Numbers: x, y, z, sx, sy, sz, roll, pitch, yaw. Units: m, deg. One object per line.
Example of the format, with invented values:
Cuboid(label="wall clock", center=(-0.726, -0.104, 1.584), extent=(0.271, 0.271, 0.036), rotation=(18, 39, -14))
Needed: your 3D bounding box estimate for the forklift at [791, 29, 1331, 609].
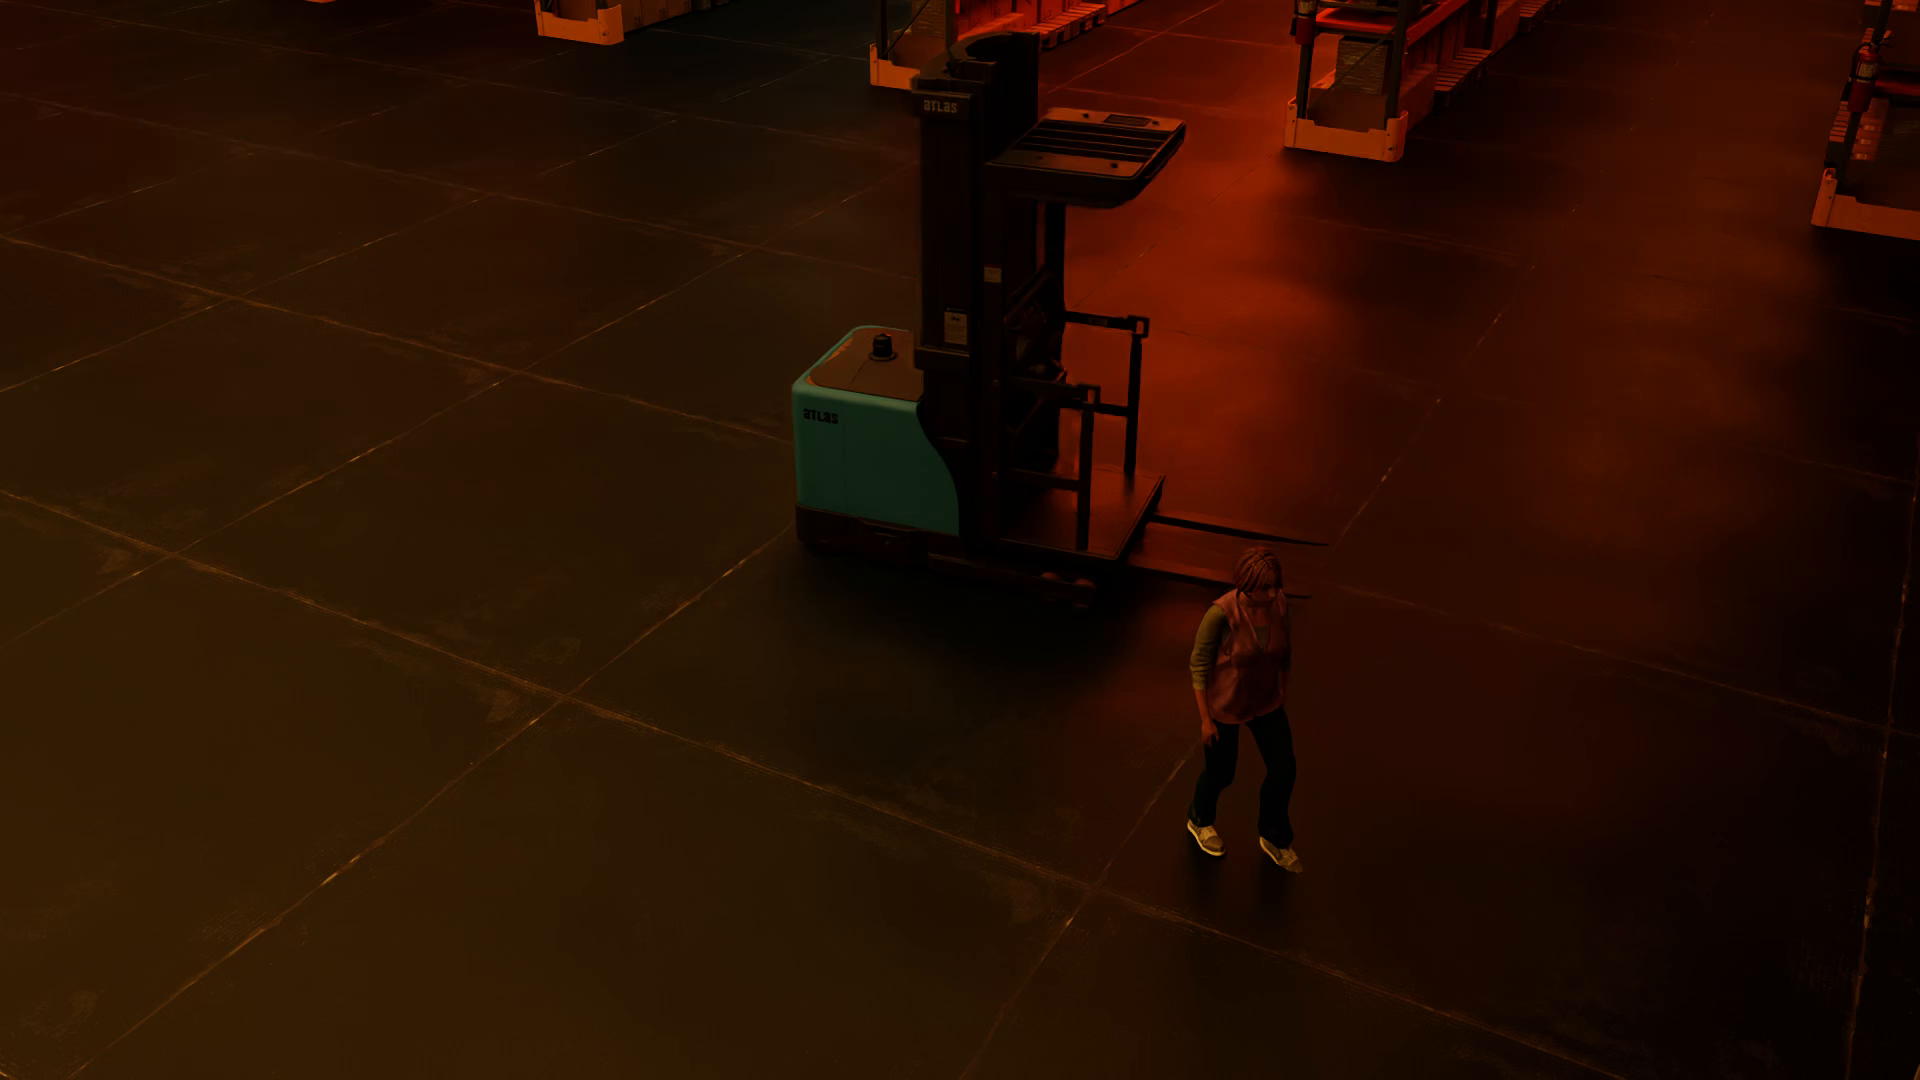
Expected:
Cuboid(label="forklift", center=(0.597, -1.186, 9.125), extent=(3.031, 2.935, 1.130), rotation=(11, 32, 18))

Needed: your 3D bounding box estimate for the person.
Cuboid(label="person", center=(1.231, 0.751, 7.173), extent=(0.513, 1.628, 0.509), rotation=(-11, 32, -18))
